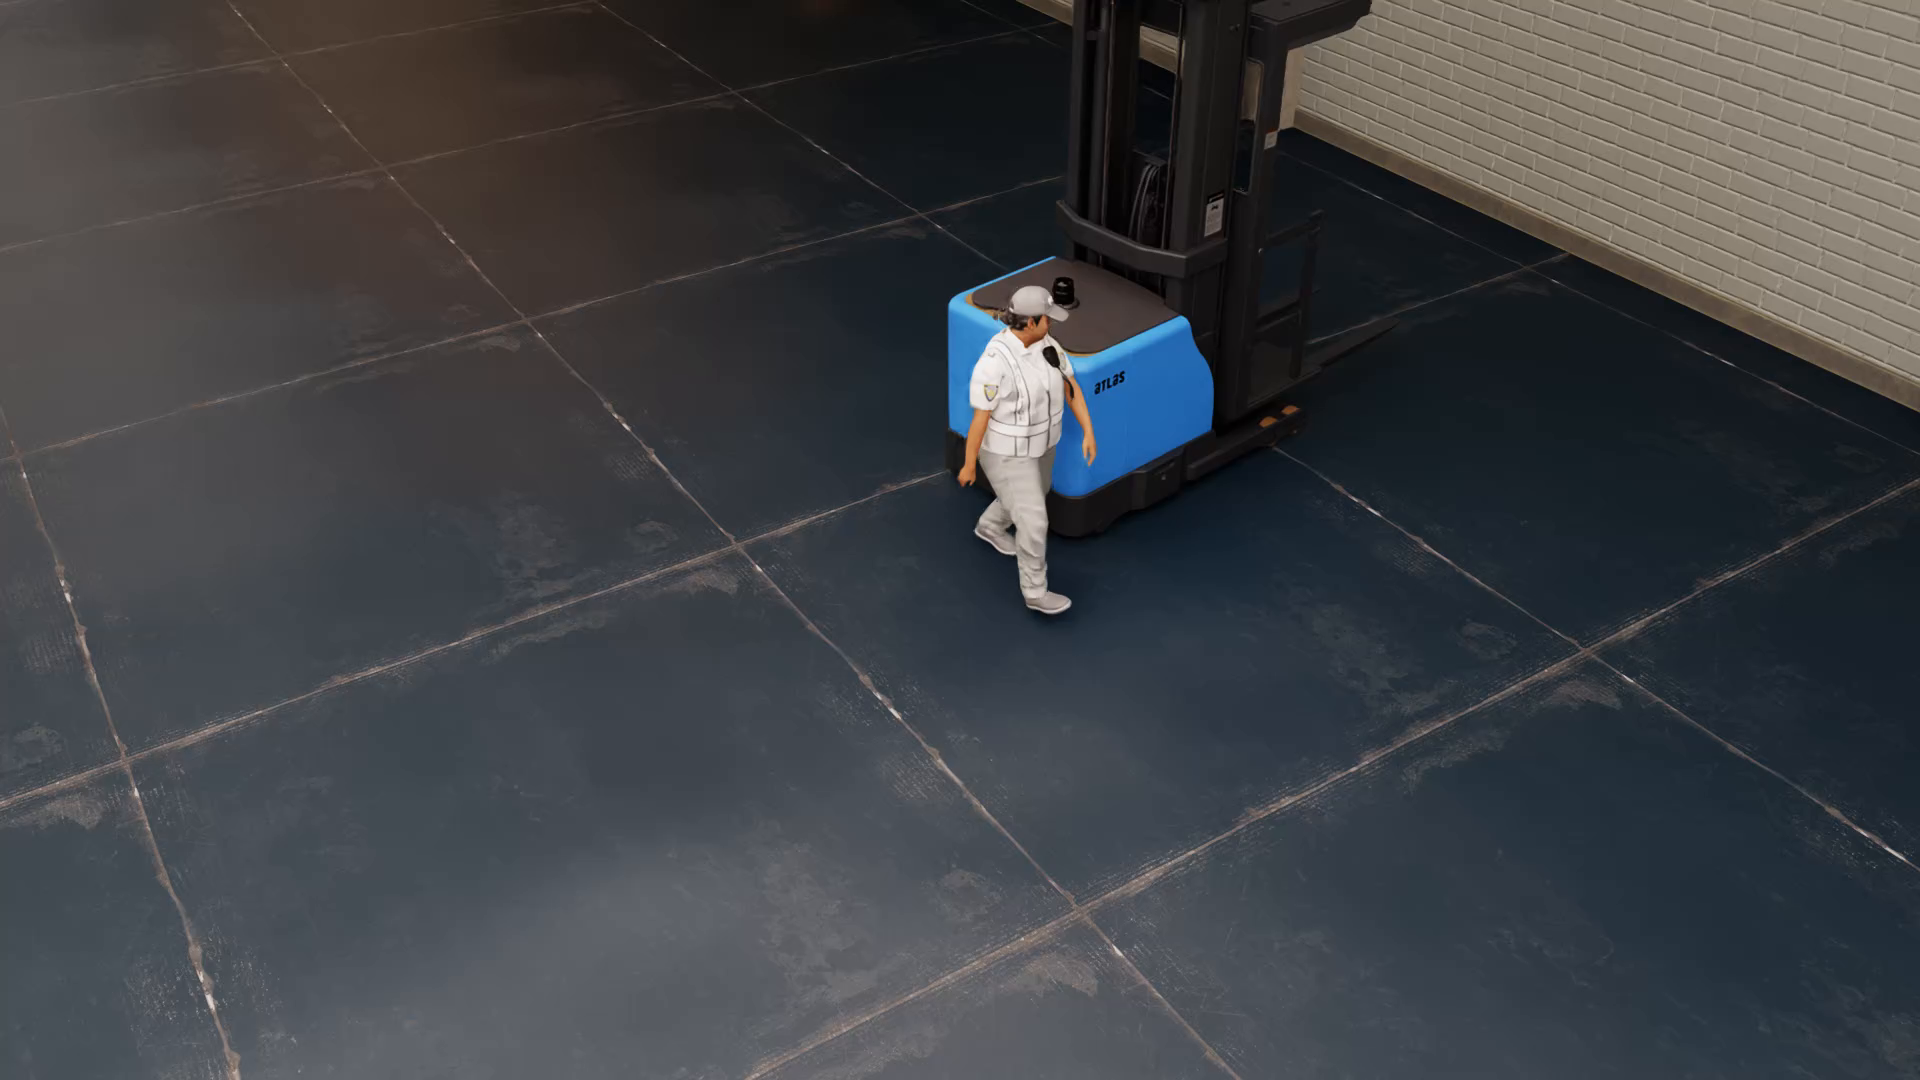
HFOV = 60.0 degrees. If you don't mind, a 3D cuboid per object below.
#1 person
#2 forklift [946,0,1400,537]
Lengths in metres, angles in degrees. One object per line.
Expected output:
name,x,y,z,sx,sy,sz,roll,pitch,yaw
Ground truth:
person,0.295,-0.437,7.956,0.824,1.599,0.628,24,41,30
forklift,1.359,-1.934,8.901,3.031,2.935,1.130,-27,43,-33
